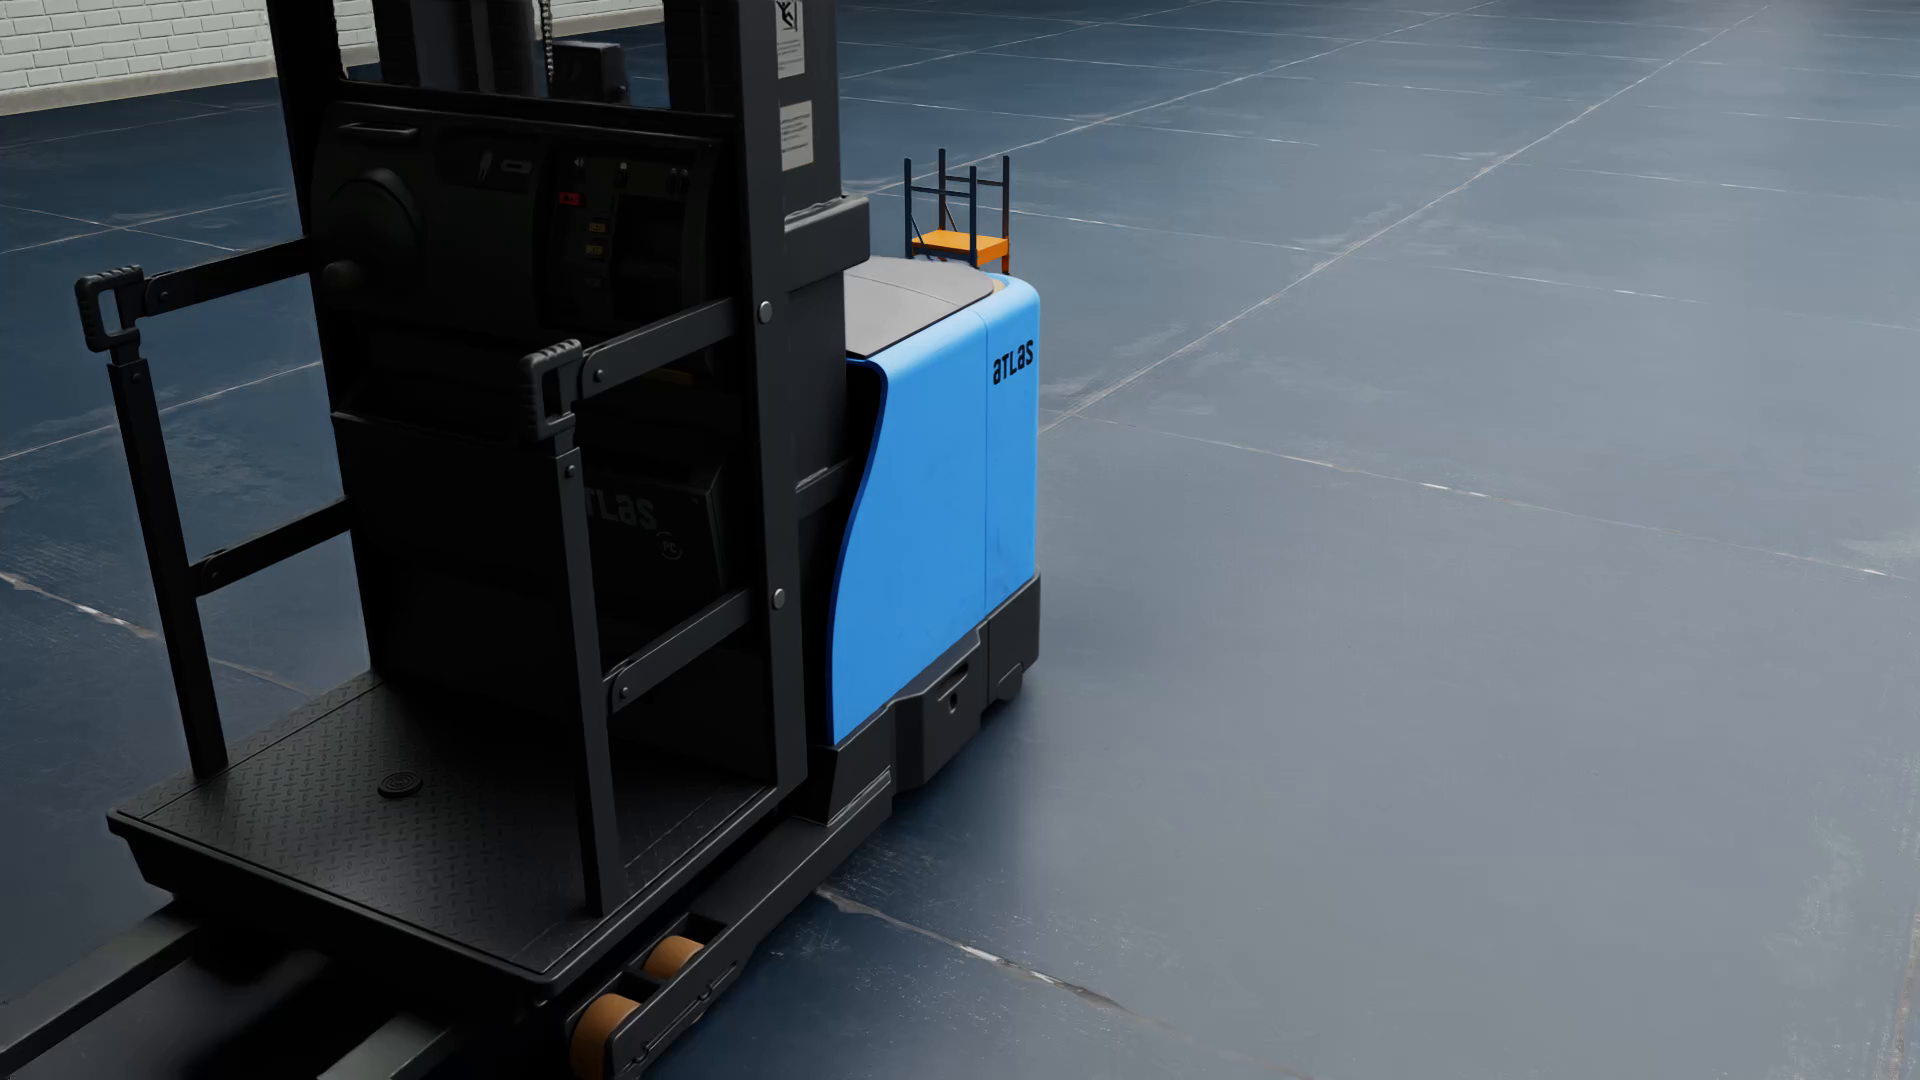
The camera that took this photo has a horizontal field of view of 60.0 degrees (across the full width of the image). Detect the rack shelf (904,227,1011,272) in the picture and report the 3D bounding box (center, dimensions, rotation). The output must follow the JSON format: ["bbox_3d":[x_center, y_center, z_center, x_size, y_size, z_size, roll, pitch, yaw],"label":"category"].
[{"bbox_3d":[-0.008,-0.835,4.875,0.258,0.103,0.180,14,27,29],"label":"rack shelf"}]

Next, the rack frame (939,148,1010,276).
[{"bbox_3d":[0.041,-0.577,5.072,0.240,1.200,0.006,14,27,29],"label":"rack frame"}]

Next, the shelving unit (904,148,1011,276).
[{"bbox_3d":[-0.008,-0.546,5.000,0.258,1.200,0.189,14,27,29],"label":"shelving unit"}]

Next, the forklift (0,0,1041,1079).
[{"bbox_3d":[-0.927,-0.564,2.864,1.130,2.935,3.031,12,26,25],"label":"forklift"}]

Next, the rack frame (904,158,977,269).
[{"bbox_3d":[-0.056,-0.515,4.929,0.240,1.200,0.006,14,27,29],"label":"rack frame"}]
